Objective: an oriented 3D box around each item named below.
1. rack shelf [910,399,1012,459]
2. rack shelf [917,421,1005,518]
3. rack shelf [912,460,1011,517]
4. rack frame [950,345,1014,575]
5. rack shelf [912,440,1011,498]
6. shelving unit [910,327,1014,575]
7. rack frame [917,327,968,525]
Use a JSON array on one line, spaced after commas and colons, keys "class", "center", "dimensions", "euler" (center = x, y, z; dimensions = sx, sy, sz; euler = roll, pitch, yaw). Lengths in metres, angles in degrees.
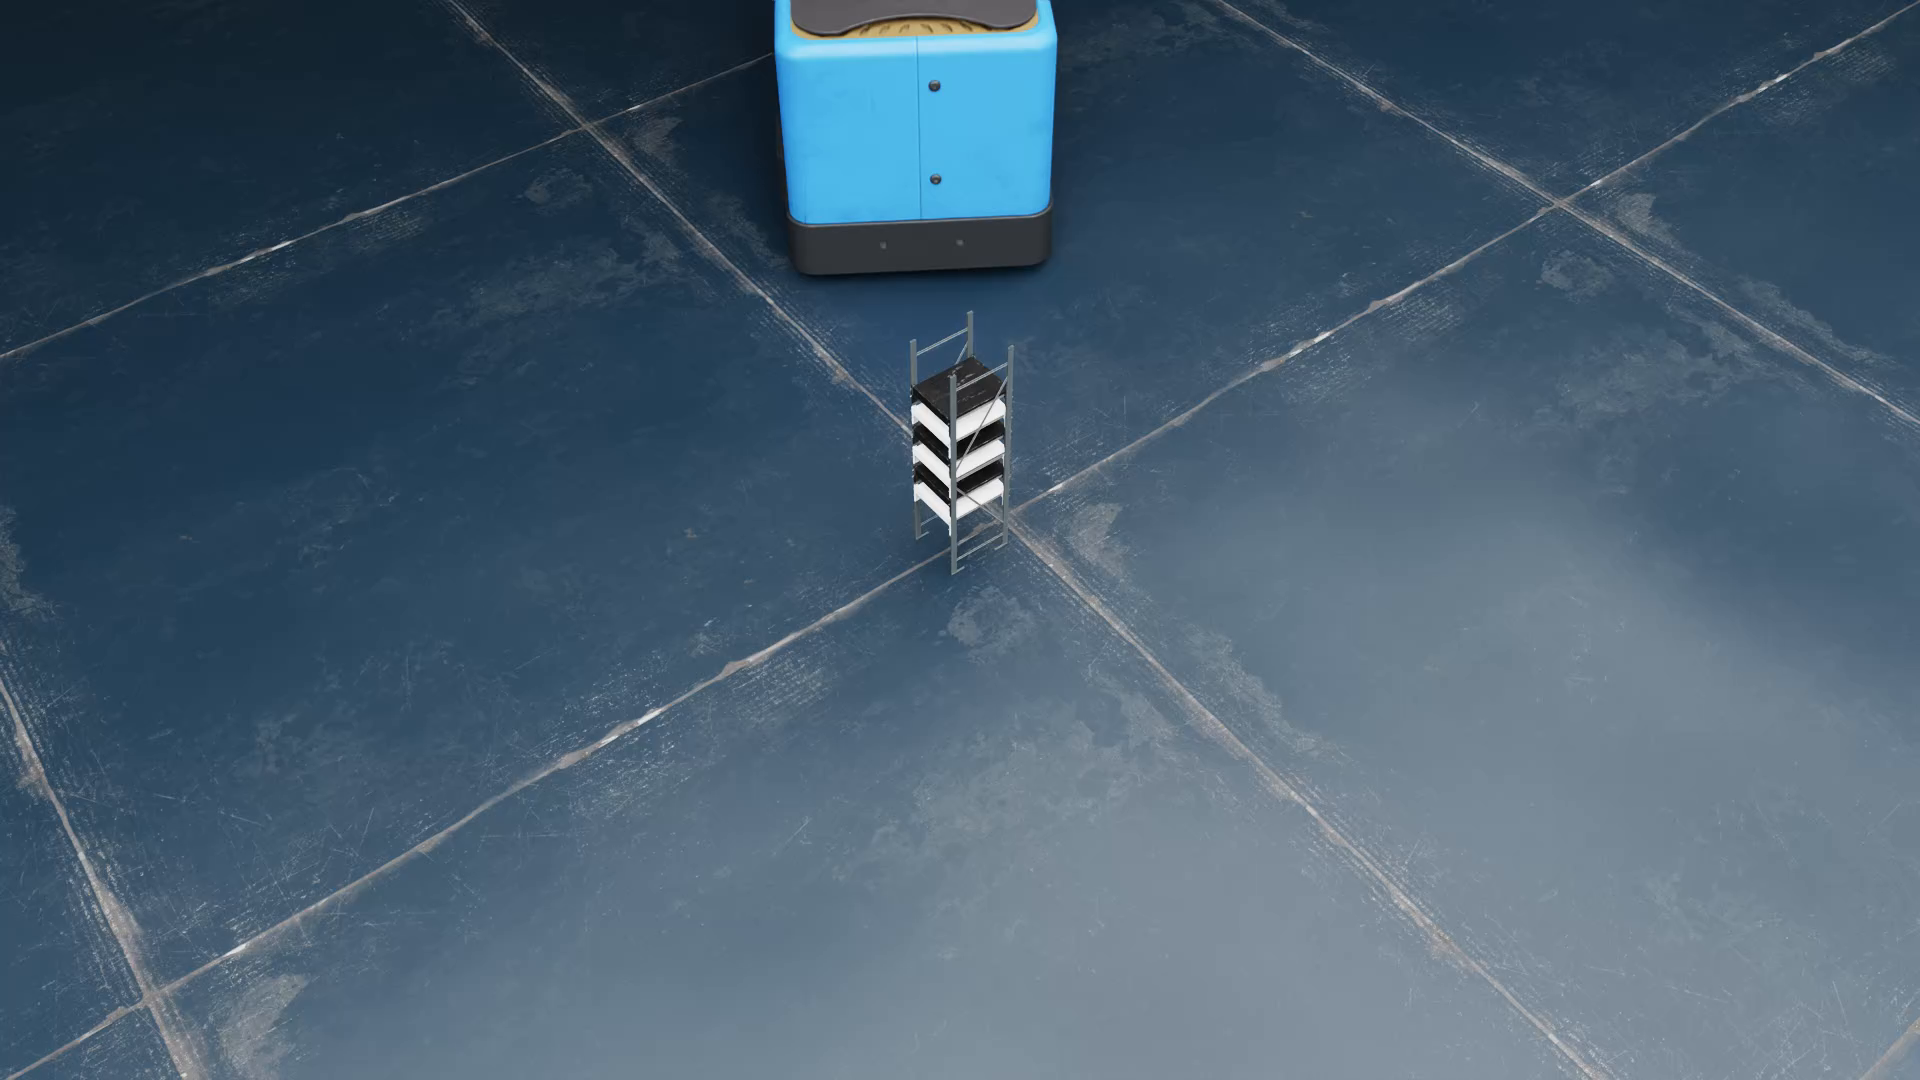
[{"class": "rack shelf", "center": [0.005, -0.396, 5.304], "dimensions": [0.258, 0.077, 0.200], "euler": [-29, 54, -24]}, {"class": "rack shelf", "center": [0.005, -0.264, 5.450], "dimensions": [0.221, 0.281, 0.190], "euler": [-29, 54, -24]}, {"class": "rack shelf", "center": [0.005, -0.215, 5.504], "dimensions": [0.258, 0.077, 0.200], "euler": [-29, 54, -24]}, {"class": "rack frame", "center": [0.066, -0.237, 5.358], "dimensions": [0.240, 0.900, 0.006], "euler": [-29, 54, -24]}, {"class": "rack shelf", "center": [0.005, -0.275, 5.437], "dimensions": [0.258, 0.077, 0.200], "euler": [-29, 54, -24]}, {"class": "shelving unit", "center": [0.005, -0.297, 5.412], "dimensions": [0.258, 0.900, 0.208], "euler": [-29, 54, -24]}, {"class": "rack frame", "center": [-0.057, -0.357, 5.466], "dimensions": [0.228, 0.785, 0.003], "euler": [-29, 54, -24]}]
